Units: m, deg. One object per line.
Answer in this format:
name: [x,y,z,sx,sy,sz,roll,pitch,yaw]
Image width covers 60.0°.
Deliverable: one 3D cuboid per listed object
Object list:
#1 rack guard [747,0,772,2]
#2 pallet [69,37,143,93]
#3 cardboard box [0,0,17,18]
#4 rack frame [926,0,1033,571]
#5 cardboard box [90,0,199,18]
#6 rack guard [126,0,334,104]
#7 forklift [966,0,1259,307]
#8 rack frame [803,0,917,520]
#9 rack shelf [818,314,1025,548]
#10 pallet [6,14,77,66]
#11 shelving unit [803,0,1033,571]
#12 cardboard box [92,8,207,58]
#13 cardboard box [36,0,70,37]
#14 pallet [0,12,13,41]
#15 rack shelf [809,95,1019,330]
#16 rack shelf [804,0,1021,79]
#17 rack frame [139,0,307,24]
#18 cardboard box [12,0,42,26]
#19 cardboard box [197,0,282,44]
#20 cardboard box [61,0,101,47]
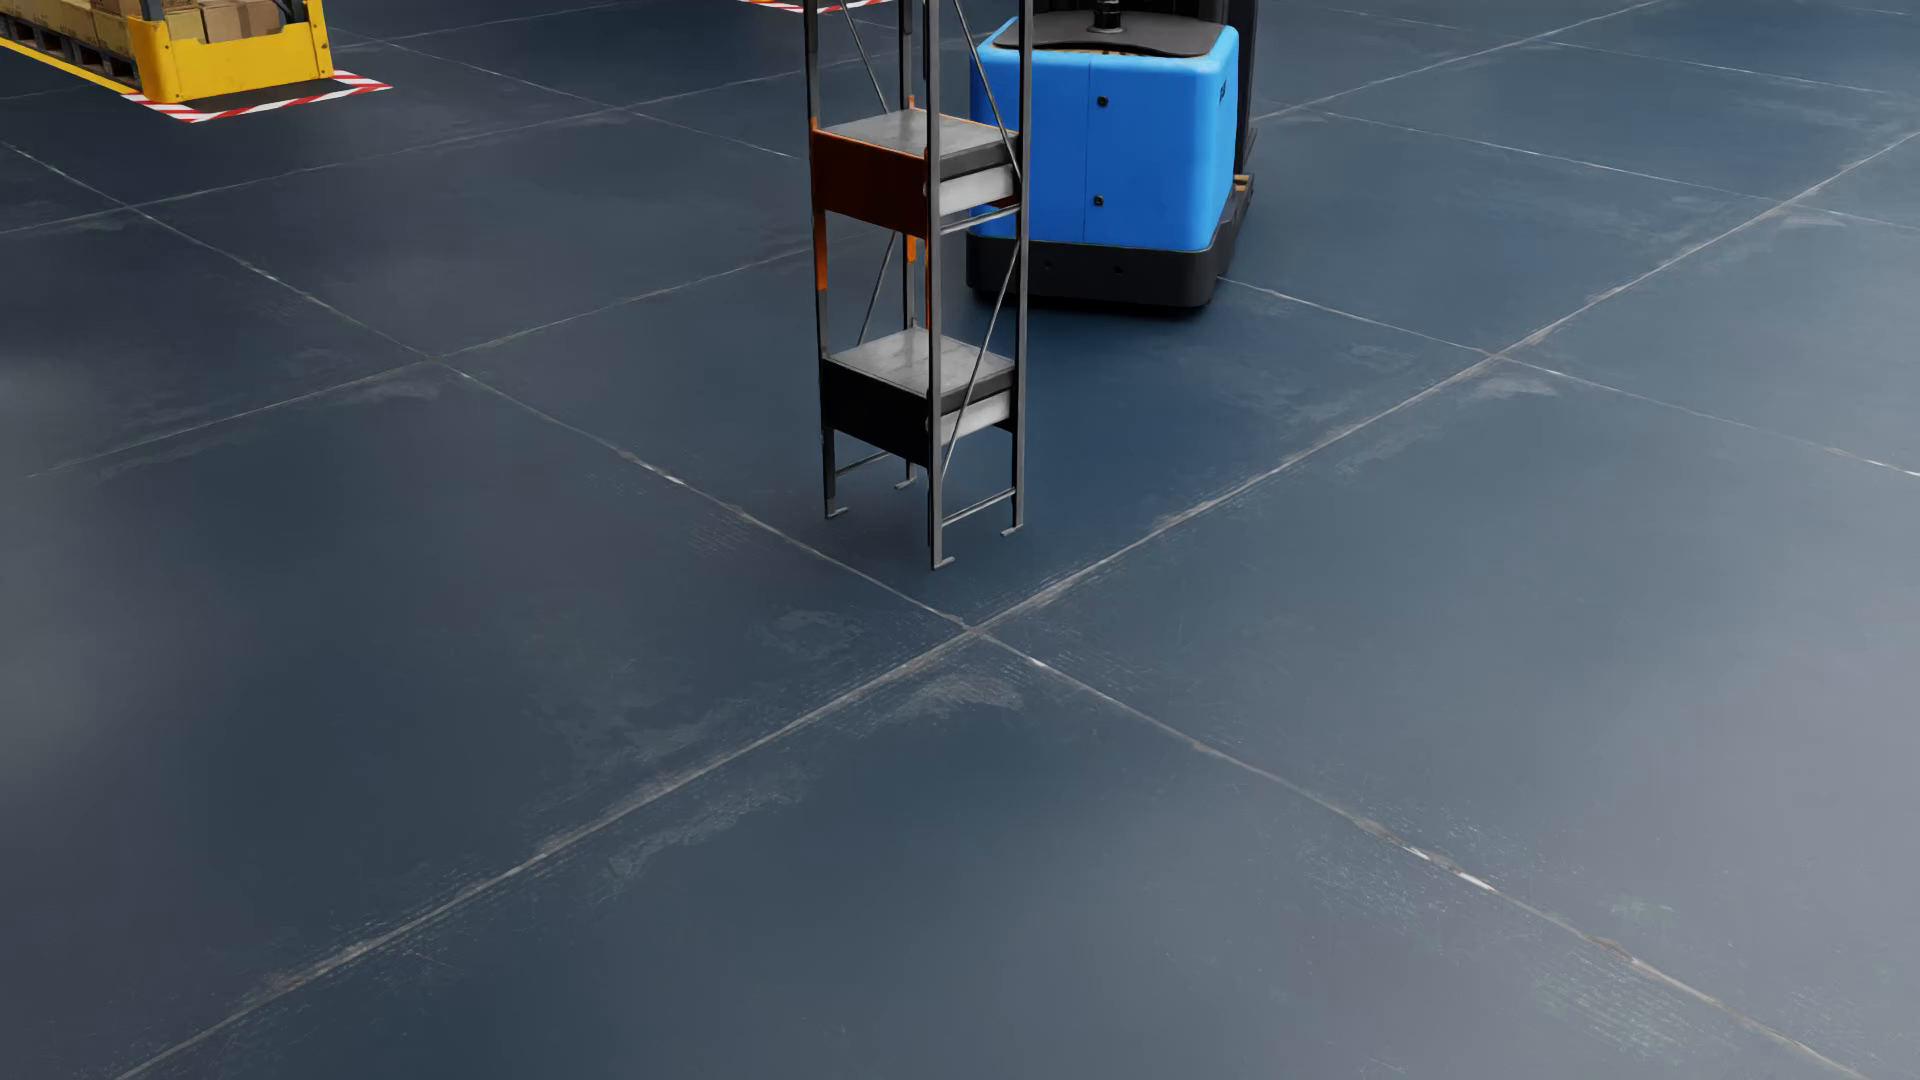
rack guard: [-1.351,-4.868,13.970,0.348,0.500,1.175,25,36,38]
pallet: [-5.314,-3.324,11.344,1.213,0.211,1.003,25,36,38]
cardboard box: [-6.767,-4.015,12.165,0.500,0.250,0.500,25,36,38]
rack frame: [0.056,-0.904,4.713,0.015,2.100,0.400,25,36,38]
cardboard box: [-5.330,-3.699,10.759,0.500,0.500,0.500,25,36,38]
rack guard: [-4.722,-3.208,10.814,0.348,0.500,1.175,25,36,38]
forklift: [0.878,-2.937,7.686,1.130,2.935,3.031,7,28,12]
rack frame: [-0.292,-1.063,5.015,0.015,2.100,0.400,25,36,38]
rack shelf: [-0.118,-0.352,5.196,0.480,0.518,0.431,25,36,38]
pallet: [-6.179,-3.722,12.101,1.213,0.211,1.003,25,36,38]
shelving unit: [-0.118,-0.983,4.864,0.503,2.100,0.431,25,36,38]
cardboard box: [-5.328,-3.368,10.935,0.500,0.250,0.500,25,36,38]
cardboard box: [-6.051,-3.690,11.547,0.500,0.250,0.500,25,36,38]
pallet: [-7.053,-4.120,12.858,1.213,0.211,1.003,25,36,38]
rack shelf: [-0.118,-0.971,4.870,0.480,0.518,0.431,25,36,38]
rack shelf: [-0.118,-1.591,4.545,0.480,0.518,0.431,25,36,38]
rack frame: [-4.739,-4.322,10.247,0.127,3.000,1.000,25,36,38]
cardboard box: [-6.406,-3.853,11.859,0.500,0.250,0.500,25,36,38]
cardboard box: [-4.965,-3.540,11.262,0.500,0.250,0.500,25,36,38]
cardboard box: [-5.693,-3.527,11.238,0.500,0.250,0.500,25,36,38]
